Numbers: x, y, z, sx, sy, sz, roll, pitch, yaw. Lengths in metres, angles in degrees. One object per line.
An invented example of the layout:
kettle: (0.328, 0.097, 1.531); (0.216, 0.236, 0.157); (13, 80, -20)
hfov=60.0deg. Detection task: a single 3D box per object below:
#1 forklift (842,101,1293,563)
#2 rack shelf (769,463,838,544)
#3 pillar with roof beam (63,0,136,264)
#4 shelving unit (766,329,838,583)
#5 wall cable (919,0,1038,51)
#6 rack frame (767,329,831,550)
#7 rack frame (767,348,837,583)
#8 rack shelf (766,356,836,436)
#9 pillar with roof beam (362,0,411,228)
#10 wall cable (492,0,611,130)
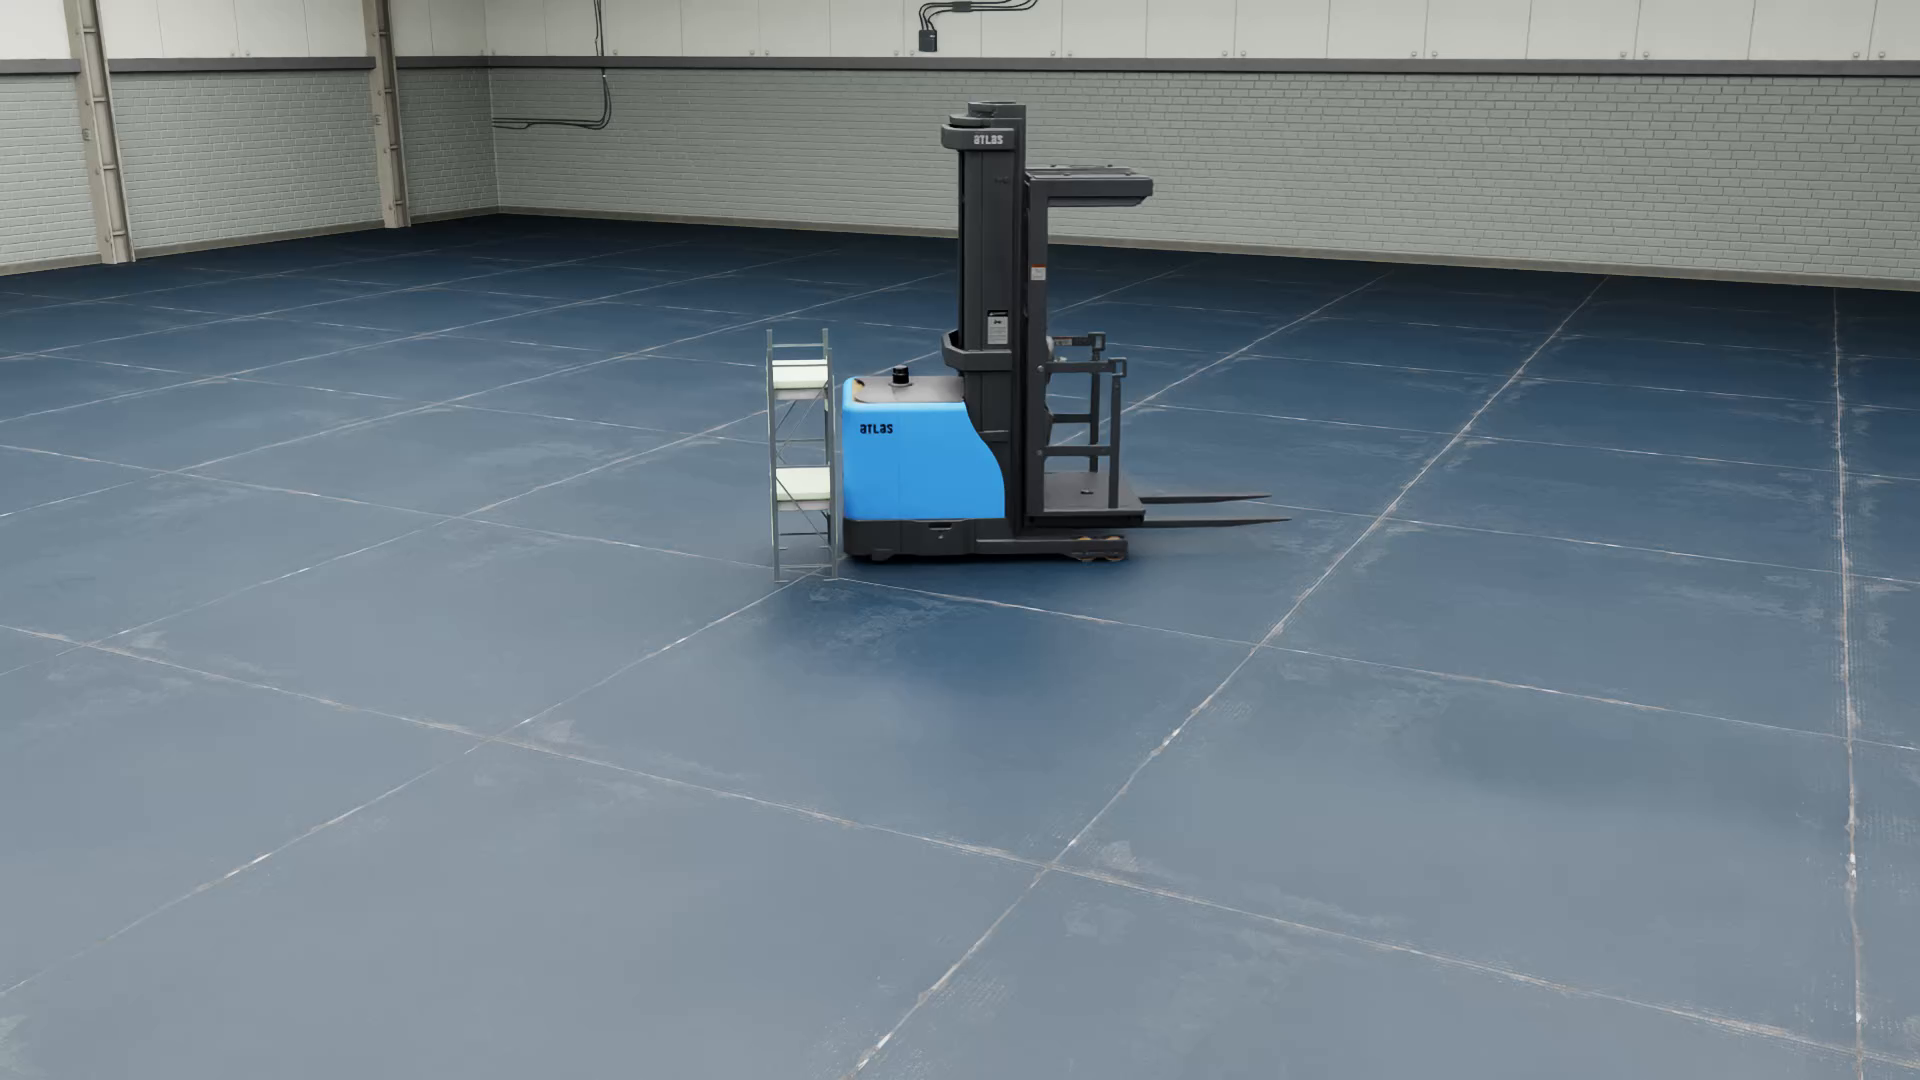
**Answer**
forklift: (0.718, -1.406, 11.111); (3.031, 2.935, 1.130); (-1, 17, -3)
rack shelf: (-1.025, -0.245, 10.860); (0.431, 0.370, 0.720); (-2, 17, -6)
pillar with roof beam: (-9.485, -8.170, 23.226); (9.100, 9.000, 0.400); (8, 18, 25)
shelving unit: (-1.025, -0.558, 10.768); (0.431, 1.500, 0.755); (-2, 17, -6)
wall cable: (0.330, -11.247, 27.612); (2.305, 6.003, 0.169); (8, 18, 25)
rack frame: (-1.067, -0.661, 11.116); (0.400, 1.500, 0.023); (-2, 17, -6)
rack frame: (-0.984, -0.454, 10.419); (0.400, 1.500, 0.023); (-2, 17, -6)
rack shelf: (-1.025, -0.932, 10.657); (0.431, 0.370, 0.720); (-2, 17, -6)
pillar with roof beam: (-6.804, -9.698, 28.372); (9.100, 9.000, 0.400); (8, 18, 25)
wall cable: (-8.156, -9.340, 32.618); (3.097, 2.526, 0.112); (8, 18, 25)
